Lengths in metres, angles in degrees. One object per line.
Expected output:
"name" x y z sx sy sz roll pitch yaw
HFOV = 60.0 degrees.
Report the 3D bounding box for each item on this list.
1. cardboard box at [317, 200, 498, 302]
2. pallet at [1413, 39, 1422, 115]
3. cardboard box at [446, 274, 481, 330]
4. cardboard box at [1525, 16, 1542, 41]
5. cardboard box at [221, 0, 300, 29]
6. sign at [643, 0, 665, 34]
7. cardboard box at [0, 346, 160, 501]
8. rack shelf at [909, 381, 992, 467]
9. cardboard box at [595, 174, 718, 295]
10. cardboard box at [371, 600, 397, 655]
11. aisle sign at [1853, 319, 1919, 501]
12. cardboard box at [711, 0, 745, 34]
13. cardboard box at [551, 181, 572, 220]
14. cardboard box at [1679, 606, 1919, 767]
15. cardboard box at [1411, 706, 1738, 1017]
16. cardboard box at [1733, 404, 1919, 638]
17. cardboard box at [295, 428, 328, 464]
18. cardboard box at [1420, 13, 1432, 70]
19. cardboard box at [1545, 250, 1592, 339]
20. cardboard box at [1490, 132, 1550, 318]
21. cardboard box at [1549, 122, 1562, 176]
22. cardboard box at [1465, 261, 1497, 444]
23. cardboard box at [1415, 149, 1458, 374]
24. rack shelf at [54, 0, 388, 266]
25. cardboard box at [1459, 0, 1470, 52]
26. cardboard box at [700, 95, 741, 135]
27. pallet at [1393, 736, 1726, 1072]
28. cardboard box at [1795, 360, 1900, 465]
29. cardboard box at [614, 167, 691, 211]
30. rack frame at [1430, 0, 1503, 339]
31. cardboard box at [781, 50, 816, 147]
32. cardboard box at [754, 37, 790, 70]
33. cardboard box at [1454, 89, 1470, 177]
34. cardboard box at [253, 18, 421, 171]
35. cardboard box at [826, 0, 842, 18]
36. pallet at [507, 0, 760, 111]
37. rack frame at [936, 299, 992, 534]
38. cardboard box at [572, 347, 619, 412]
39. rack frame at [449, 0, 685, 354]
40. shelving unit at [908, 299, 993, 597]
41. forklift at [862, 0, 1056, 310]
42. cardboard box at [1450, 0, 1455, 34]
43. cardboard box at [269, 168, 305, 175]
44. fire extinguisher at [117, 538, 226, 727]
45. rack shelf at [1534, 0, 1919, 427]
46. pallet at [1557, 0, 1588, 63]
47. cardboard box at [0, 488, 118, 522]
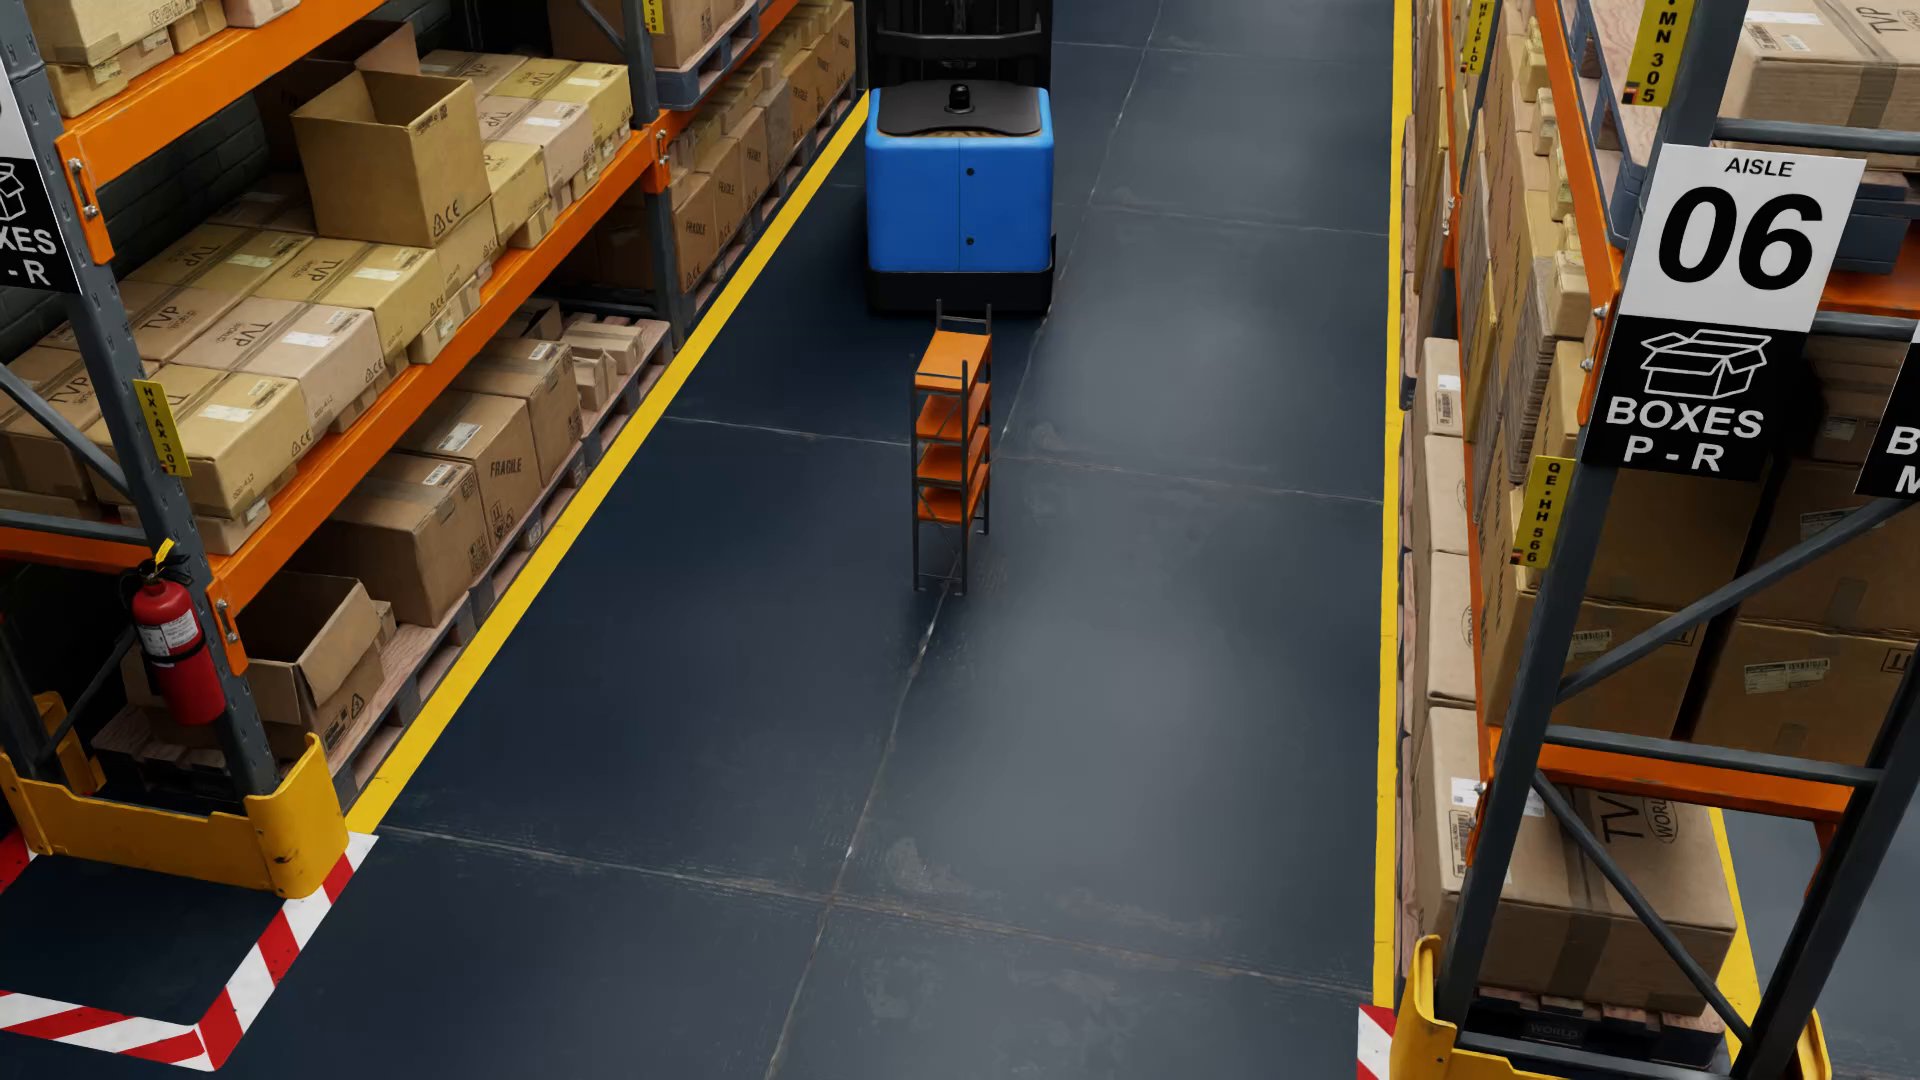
"cardboard box" -2.225 -1.207 6.734 0.500 0.250 0.500 6 36 9
"pallet" 3.841 -3.330 12.165 1.003 0.211 1.213 7 37 10
"cardboard box" -2.188 -0.983 6.765 0.380 0.149 0.250 8 37 11
"cardboard box" 2.332 -1.842 6.246 0.380 0.149 0.250 7 37 10
"cardboard box" -2.335 -1.740 5.253 0.380 0.149 0.250 8 37 11
"sign" -1.500 -2.625 8.079 0.100 0.325 0.005 7 37 10
"cardboard box" -3.047 -0.402 5.623 0.500 0.250 0.500 8 37 11
"rack shelf" -0.035 -0.518 7.175 0.258 0.148 0.480 7 37 10
"cardboard box" -1.709 -1.745 9.374 0.500 0.500 0.500 9 37 12
"cardboard box" -2.534 0.362 6.766 0.380 0.149 0.250 6 36 8
"aisle sign" 2.232 -0.400 3.531 0.394 0.787 0.004 7 37 10
"cardboard box" -1.599 -3.095 9.021 0.700 0.500 0.500 8 37 10
"cardboard box" -2.002 -1.571 7.576 0.380 0.149 0.250 8 37 11
"cardboard box" 2.347 0.295 4.702 0.500 0.500 0.500 7 37 10
"cardboard box" 2.007 1.051 5.569 0.875 0.438 0.875 6 36 8
"cardboard box" 2.344 -0.110 4.408 0.500 0.500 0.500 7 36 9
"cardboard box" -2.517 -0.404 5.966 0.380 0.149 0.250 7 36 9
"cardboard box" 3.803 -3.440 11.822 0.950 0.372 0.625 5 36 7
"cardboard box" 1.848 -0.671 4.630 0.380 0.149 0.250 7 37 10
"cardboard box" 2.135 -1.051 5.707 0.500 0.500 0.500 7 37 10
"cardboard box" 2.138 -1.251 5.429 0.380 0.149 0.250 8 37 11
"cardboard box" 2.128 -0.655 6.012 0.500 0.500 0.500 8 37 11
"cardboard box" 2.872 -1.394 8.569 0.875 0.875 0.875 8 37 11
"rack shelf" -2.459 -2.115 6.169 1.077 0.370 4.000 7 37 10
"cardboard box" 2.879 -2.728 8.660 0.500 0.250 0.500 8 37 11
"cardboard box" -1.533 -2.546 9.926 0.380 0.149 0.250 7 37 10
"pallet" 2.058 1.236 5.865 1.003 0.211 1.213 7 37 10
"cardboard box" 2.310 -0.302 4.121 0.380 0.149 0.250 8 37 11
"cardboard box" -1.695 -1.931 9.078 0.380 0.149 0.250 9 37 12
"rack frame" 2.818 -1.718 7.565 1.000 3.000 0.127 7 37 10
"cardboard box" -1.284 -2.934 11.015 0.500 0.500 0.500 9 37 12
"cardboard box" -1.316 -3.143 10.750 0.380 0.149 0.250 7 36 9
"cardboard box" 2.668 -1.946 8.007 0.500 0.250 0.500 6 36 9
"cardboard box" -2.610 -1.881 7.025 0.500 0.500 0.500 6 36 9
"cardboard box" -1.036 -3.737 11.570 0.380 0.149 0.250 6 36 8
"pallet" -1.755 -2.705 9.090 1.003 0.211 1.213 7 37 10
"rack frame" 0.017 -0.531 7.460 0.240 1.200 0.015 7 37 10
"cardboard box" -1.940 -0.841 8.326 0.396 0.266 0.258 9 37 12
"rack frame" -2.032 -2.338 8.420 1.000 3.000 0.127 7 37 10
"shelving unit" -0.035 -0.391 7.267 0.258 1.200 0.503 7 37 10
"forklift" -0.005 -3.317 9.829 1.130 2.935 3.031 0 36 0
"cardboard box" 3.112 -3.105 9.606 0.500 0.250 0.500 8 37 12
"cardboard box" -2.614 -1.564 7.226 0.500 0.250 0.500 8 37 11
"fire extinguisher" -2.466 0.279 5.192 0.296 0.674 0.183 7 37 10
"rack shelf" 2.391 -1.495 5.314 1.077 0.370 4.000 7 37 10
"pallet" 2.370 -1.732 5.103 1.003 0.211 1.213 7 37 10
"cardboard box" -3.078 -0.167 5.639 0.380 0.149 0.250 7 37 9
